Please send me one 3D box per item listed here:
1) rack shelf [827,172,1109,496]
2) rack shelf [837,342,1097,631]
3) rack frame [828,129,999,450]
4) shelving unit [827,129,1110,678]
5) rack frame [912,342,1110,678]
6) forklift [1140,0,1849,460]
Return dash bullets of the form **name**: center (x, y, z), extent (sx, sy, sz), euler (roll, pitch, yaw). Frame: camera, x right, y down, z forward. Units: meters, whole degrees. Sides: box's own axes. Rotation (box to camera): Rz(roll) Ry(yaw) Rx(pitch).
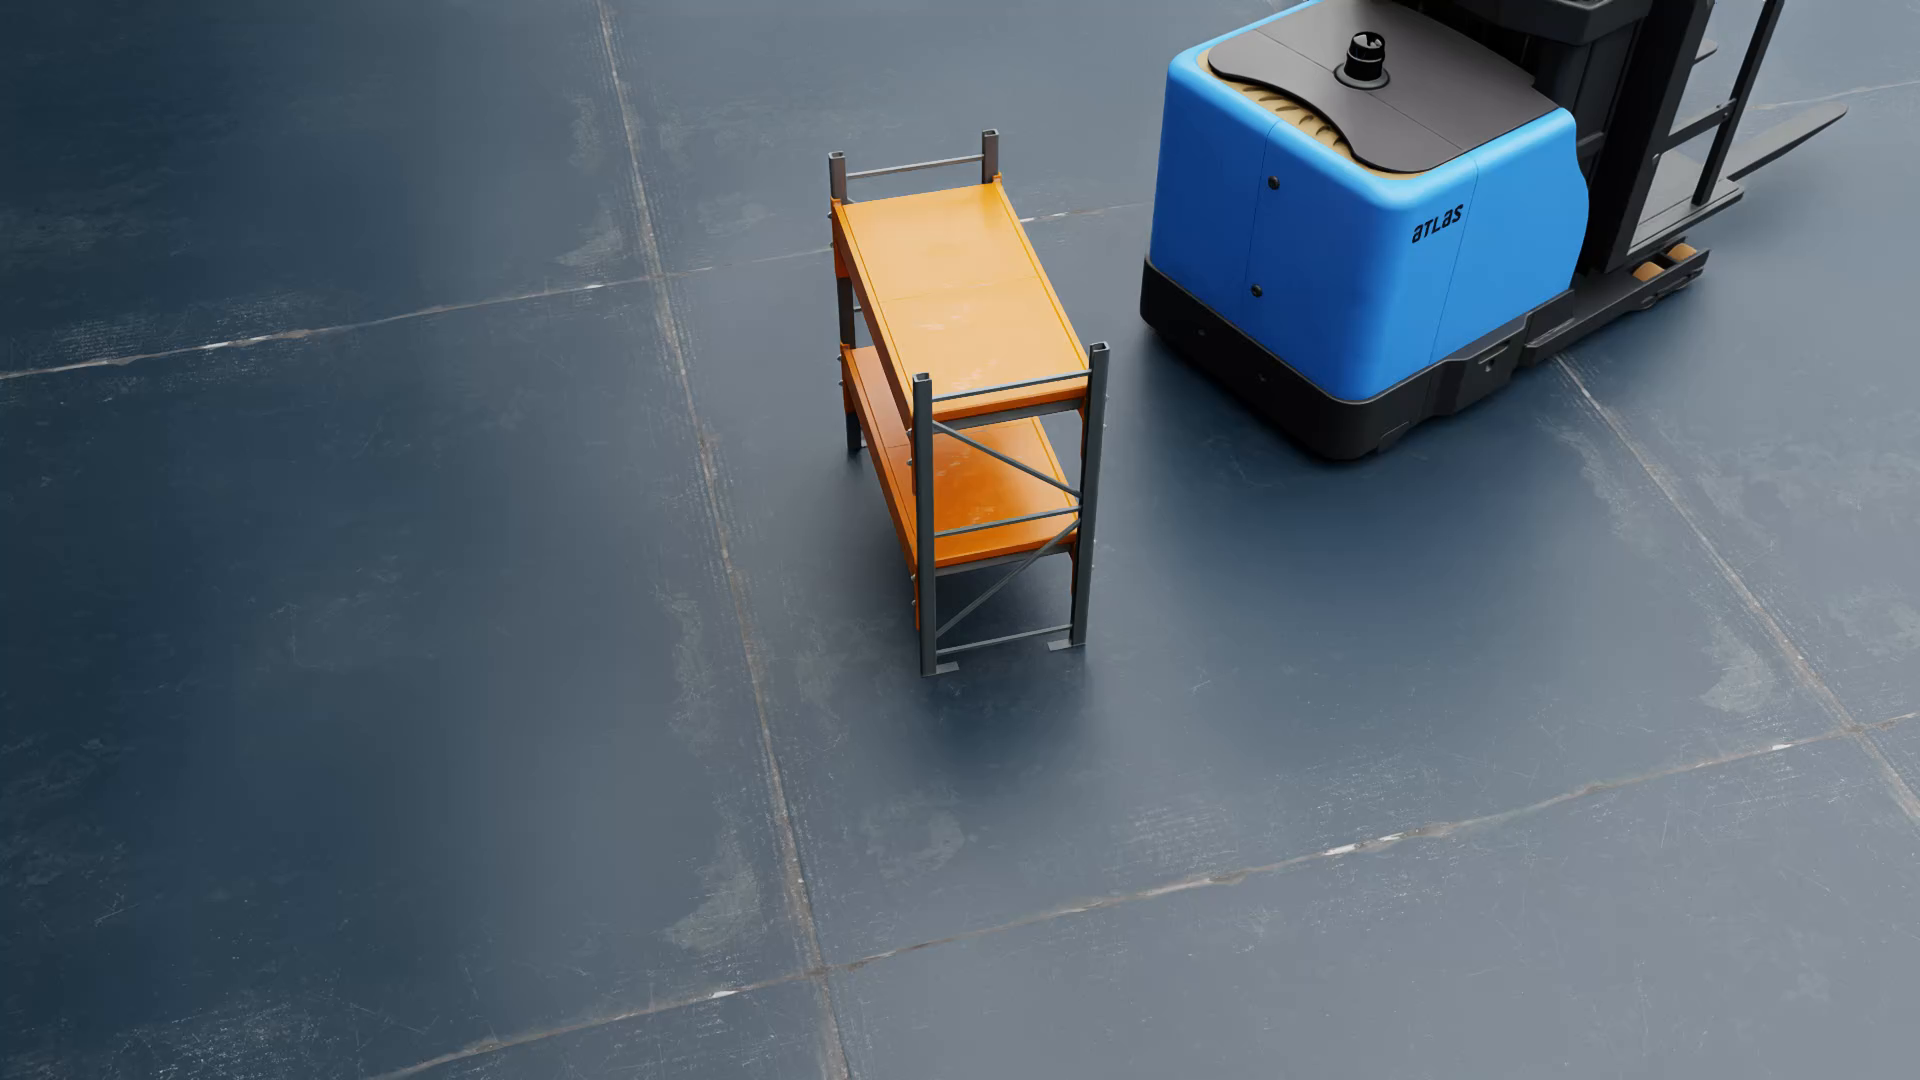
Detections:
- **rack shelf**: center (-0.002, -0.603, 4.644), extent (0.538, 0.278, 1.000), euler (-11, 47, -10)
- **rack shelf**: center (-0.002, -0.227, 5.027), extent (0.538, 0.278, 1.000), euler (-11, 47, -10)
- **rack frame**: center (-0.132, -0.749, 5.197), extent (0.500, 1.125, 0.032), euler (-11, 47, -10)
- **shelving unit**: center (-0.002, -0.398, 4.853), extent (0.538, 1.125, 1.048), euler (-11, 47, -10)
- **rack frame**: center (0.128, -0.047, 4.509), extent (0.500, 1.125, 0.032), euler (-11, 47, -10)
- **forklift**: center (2.130, -2.148, 5.303), extent (3.031, 2.935, 1.130), euler (-28, 52, -25)
